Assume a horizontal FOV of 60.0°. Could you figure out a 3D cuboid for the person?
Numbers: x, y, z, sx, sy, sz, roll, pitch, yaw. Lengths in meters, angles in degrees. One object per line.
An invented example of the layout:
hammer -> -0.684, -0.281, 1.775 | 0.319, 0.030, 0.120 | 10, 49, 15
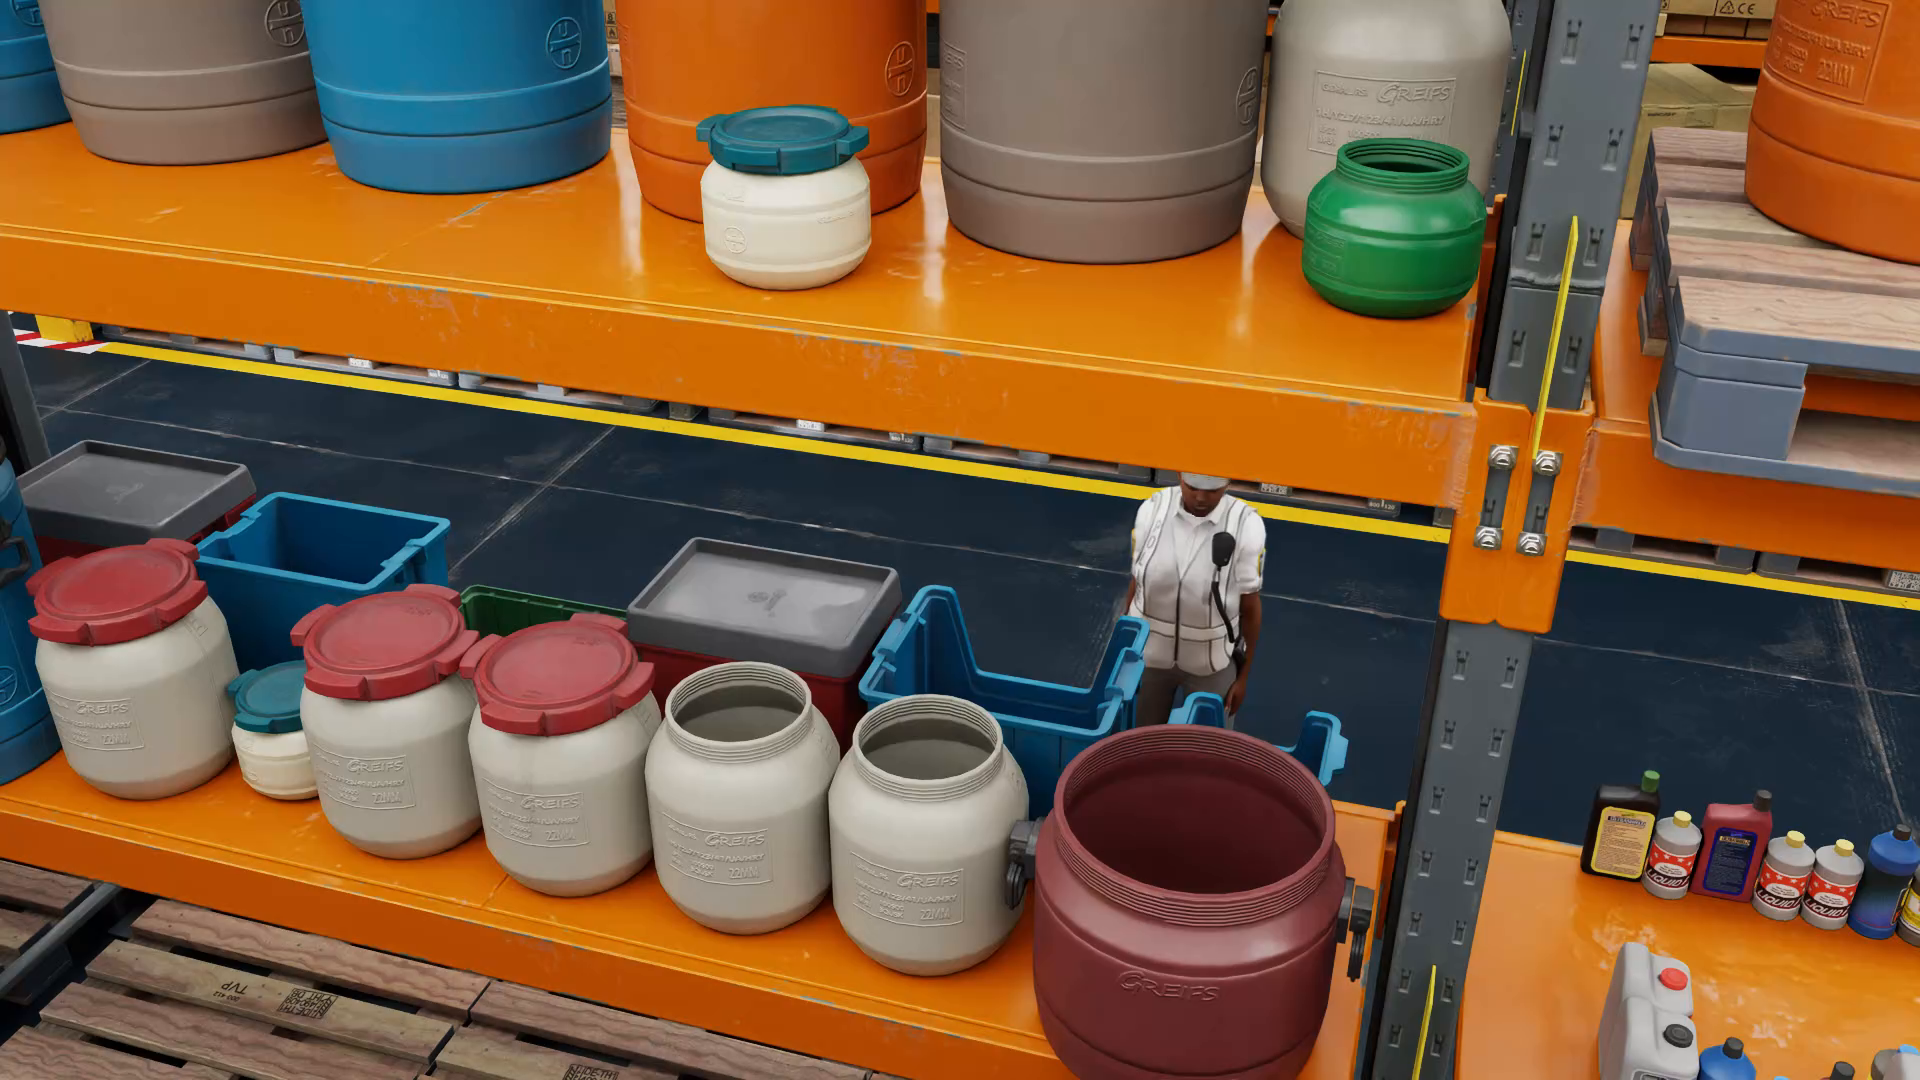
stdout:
person -> 0.745, 0.400, 5.424 | 0.435, 1.665, 0.342 | 9, 31, 16
